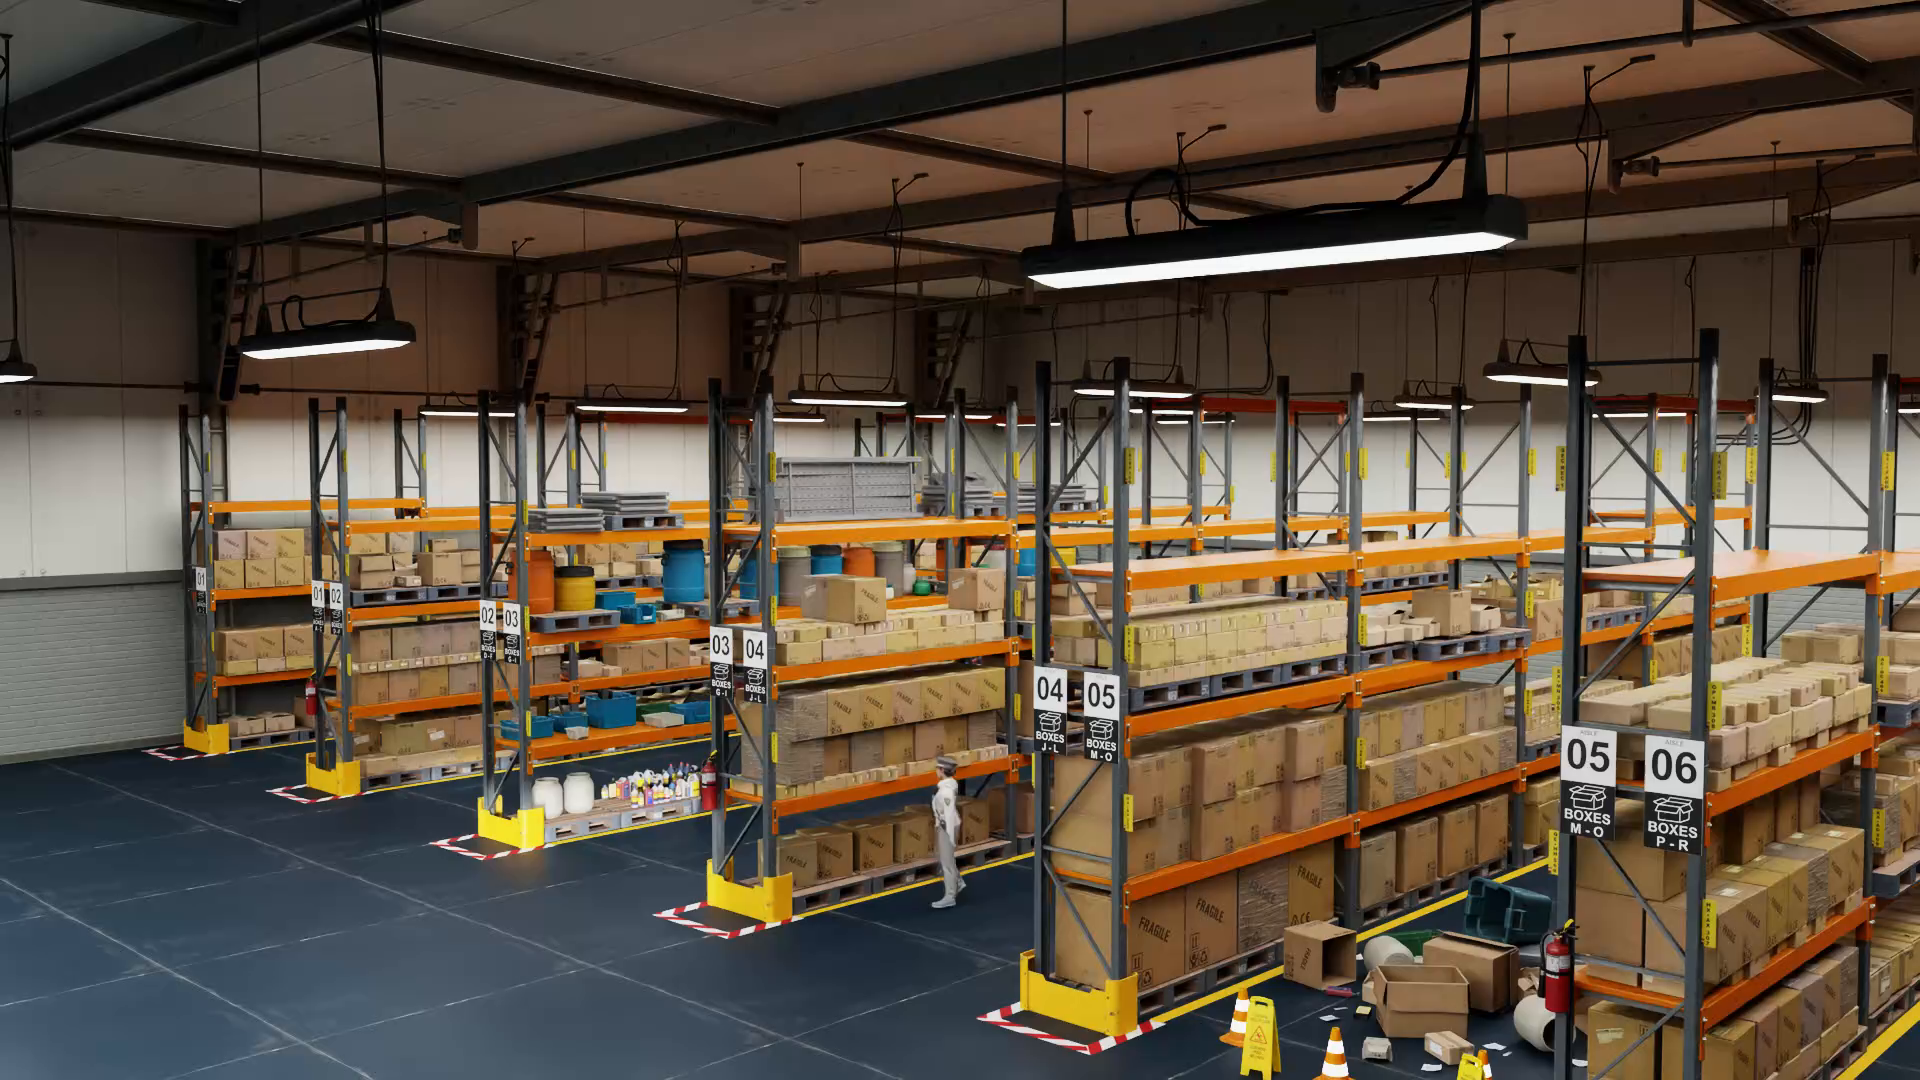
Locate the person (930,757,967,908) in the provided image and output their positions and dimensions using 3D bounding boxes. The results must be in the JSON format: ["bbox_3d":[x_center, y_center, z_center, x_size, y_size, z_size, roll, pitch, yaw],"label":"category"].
[{"bbox_3d":[-0.134,3.321,18.987,0.408,1.674,0.553,0,3,2],"label":"person"}]
